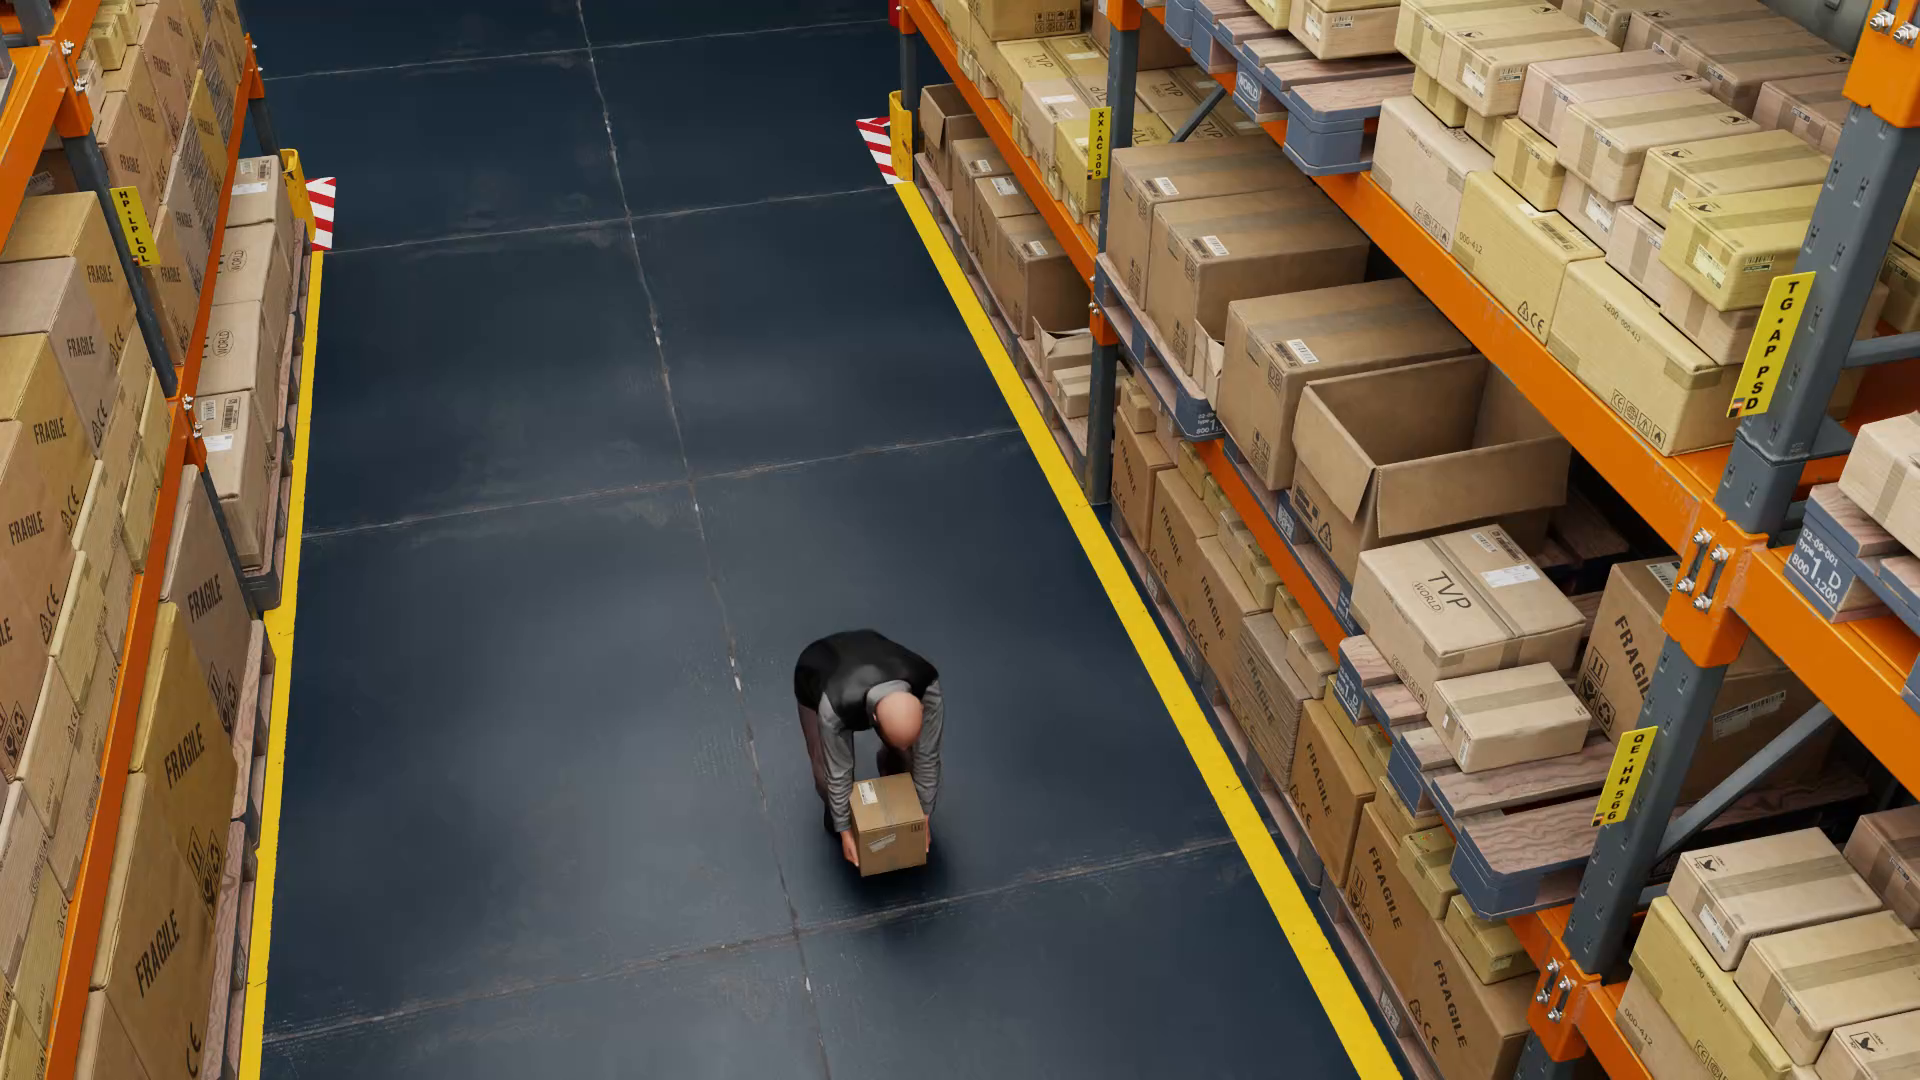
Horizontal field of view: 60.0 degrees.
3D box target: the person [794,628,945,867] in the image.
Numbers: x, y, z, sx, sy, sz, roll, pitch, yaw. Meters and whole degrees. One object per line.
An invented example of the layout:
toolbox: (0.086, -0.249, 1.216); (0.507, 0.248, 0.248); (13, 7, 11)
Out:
person: (-0.341, 0.746, 6.396); (0.501, 0.972, 0.867); (-10, 39, -13)
